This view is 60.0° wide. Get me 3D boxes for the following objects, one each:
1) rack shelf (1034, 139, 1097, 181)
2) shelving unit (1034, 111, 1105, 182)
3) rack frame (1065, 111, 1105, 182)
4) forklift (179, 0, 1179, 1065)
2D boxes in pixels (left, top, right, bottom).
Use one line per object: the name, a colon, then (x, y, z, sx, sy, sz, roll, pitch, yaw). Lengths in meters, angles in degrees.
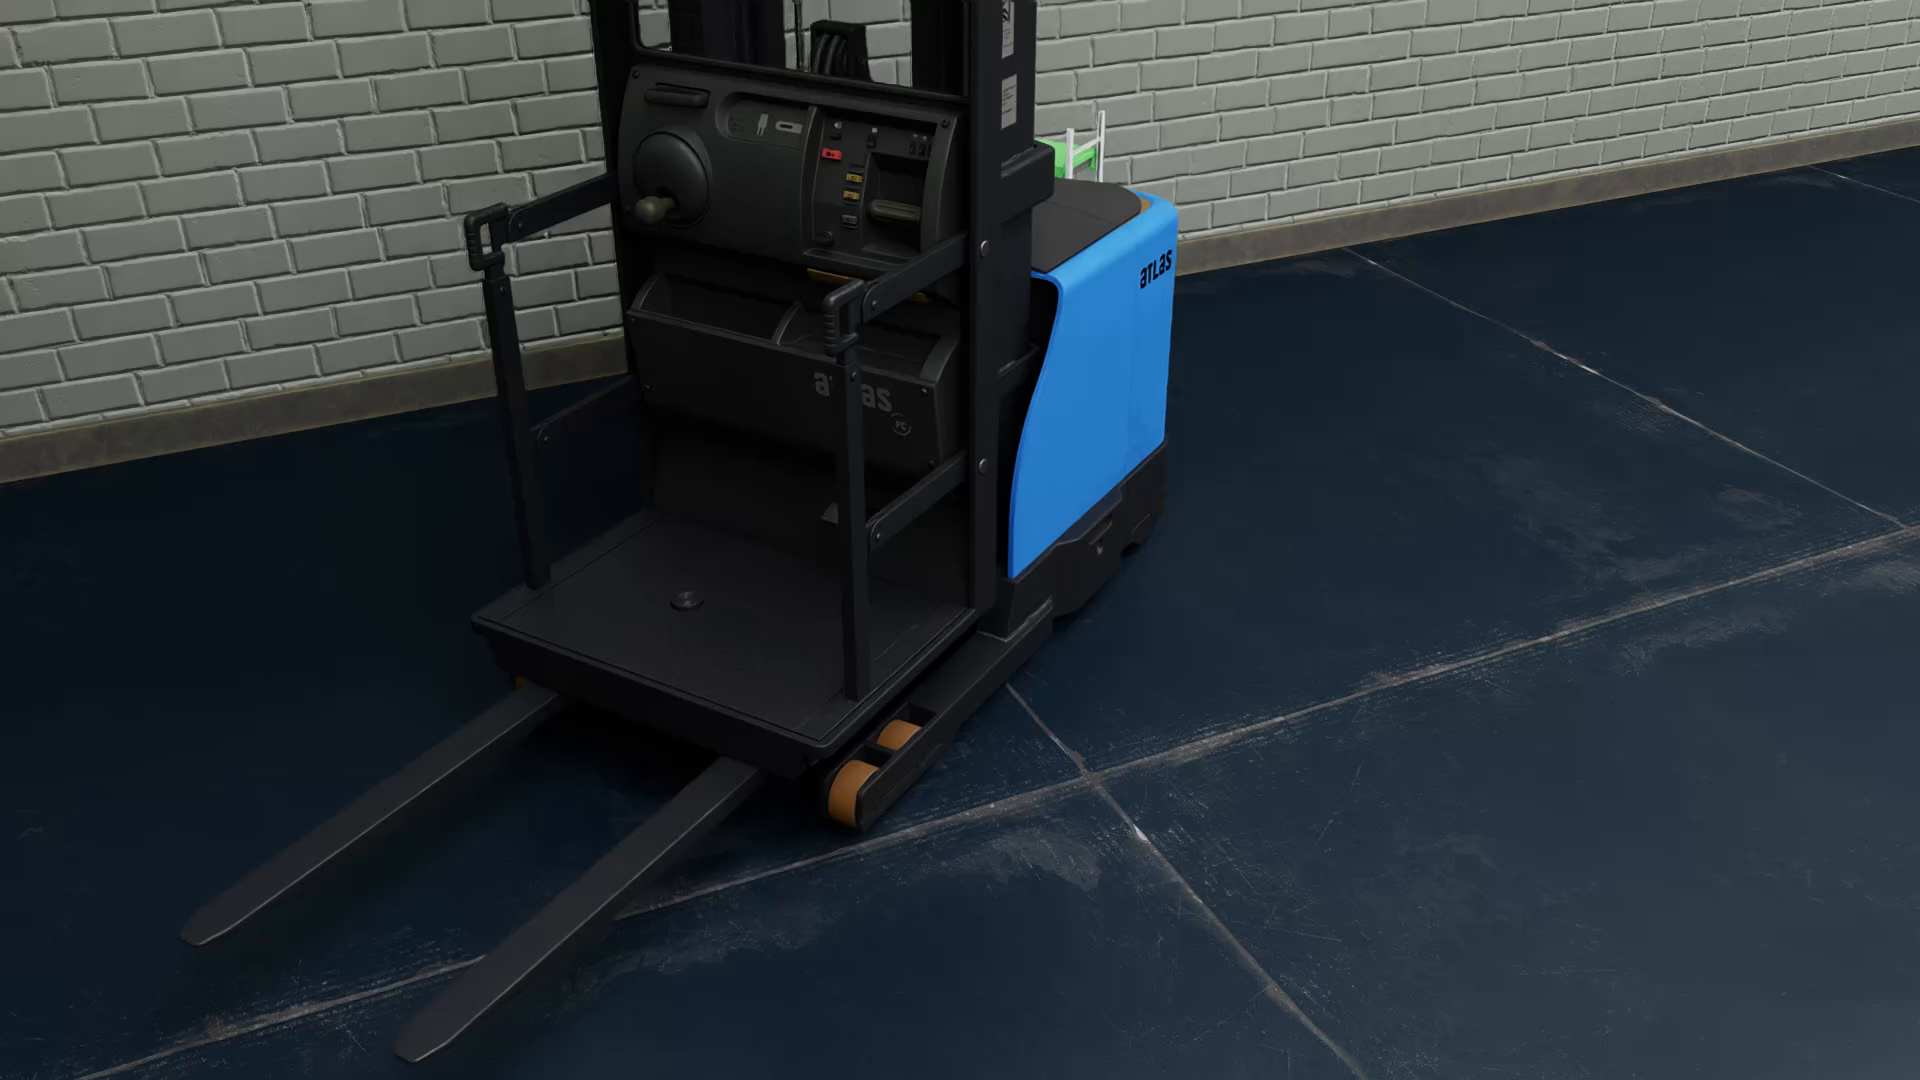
rack shelf: (0.175, -1.184, 5.284, 0.480, 0.148, 0.258, 16, 33, 26)
shelving unit: (0.175, -0.821, 5.488, 0.503, 1.200, 0.258, 16, 33, 26)
rack frame: (0.386, -0.762, 5.381, 0.015, 1.200, 0.240, 16, 33, 26)
forklift: (-0.530, -0.838, 3.747, 1.130, 2.935, 3.031, 16, 33, 26)
